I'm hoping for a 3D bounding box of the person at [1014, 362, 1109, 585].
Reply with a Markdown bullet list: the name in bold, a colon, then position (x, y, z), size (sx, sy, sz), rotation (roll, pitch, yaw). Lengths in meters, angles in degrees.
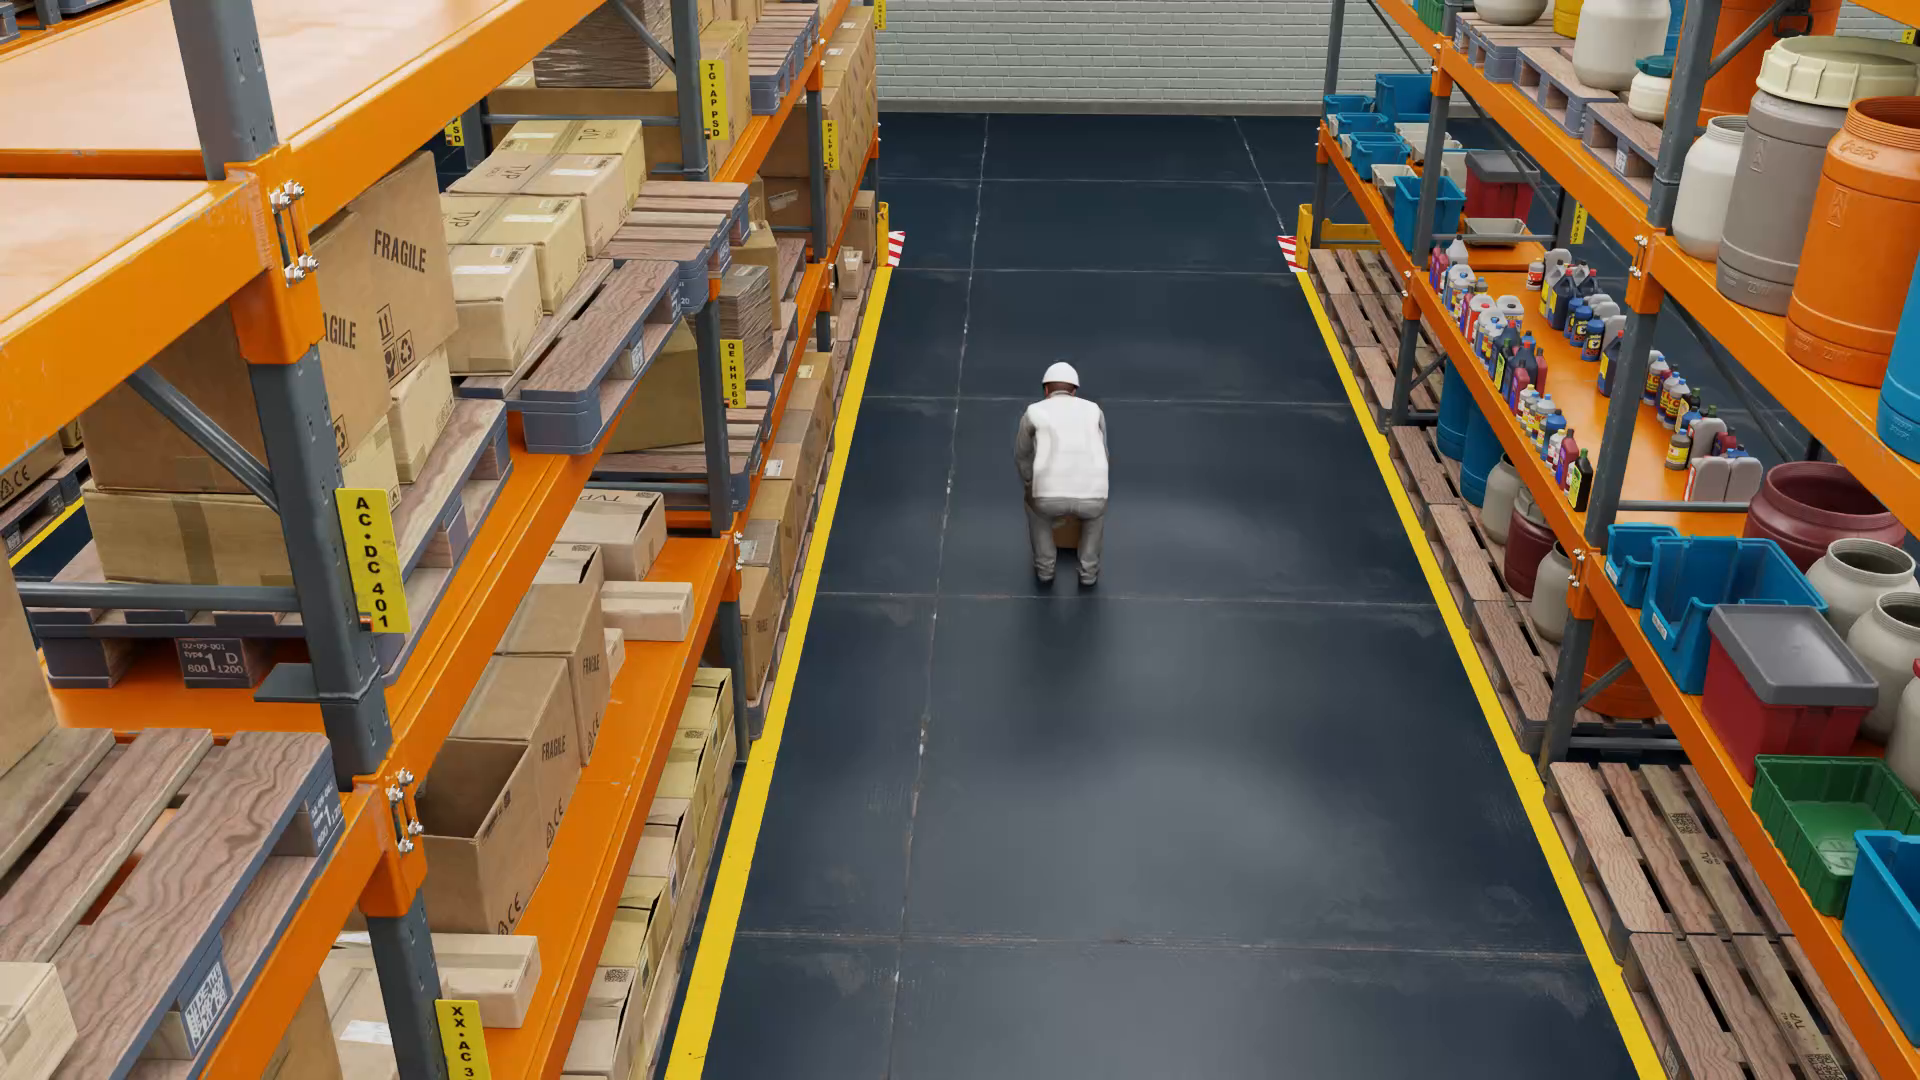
- **person**: position (0.604, -0.372, 9.905), size (0.573, 1.211, 0.851), rotation (1, 28, 2)
